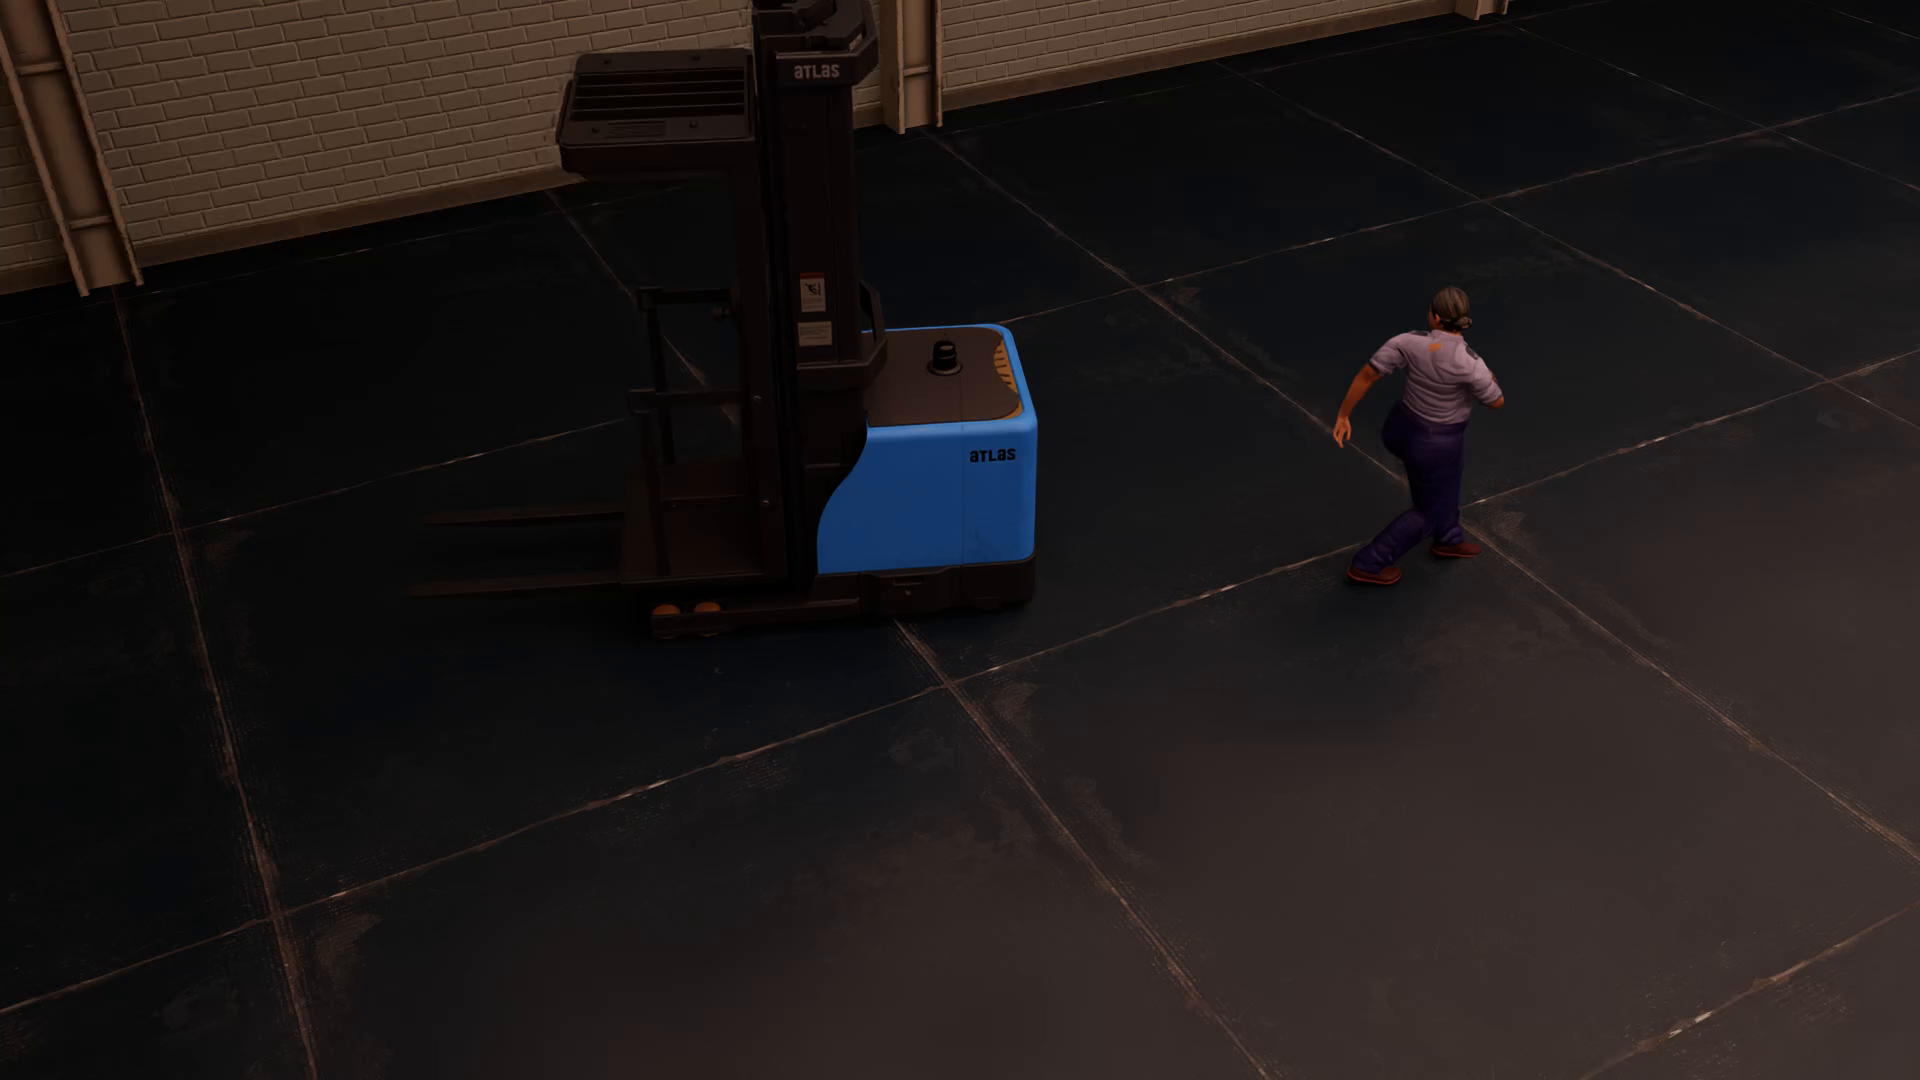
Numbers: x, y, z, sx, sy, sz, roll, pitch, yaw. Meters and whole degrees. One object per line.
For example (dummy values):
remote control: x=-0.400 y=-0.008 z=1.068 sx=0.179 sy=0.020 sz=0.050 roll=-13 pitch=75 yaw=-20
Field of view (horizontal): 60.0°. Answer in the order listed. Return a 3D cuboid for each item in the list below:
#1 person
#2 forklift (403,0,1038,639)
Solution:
person: x=2.280 y=-0.496 z=8.039 sx=0.900 sy=1.594 sz=0.498 roll=-16 pitch=38 yaw=-21
forklift: x=-1.182 y=-1.043 z=7.599 sx=3.031 sy=2.935 sz=1.130 roll=-4 pitch=35 yaw=-5
